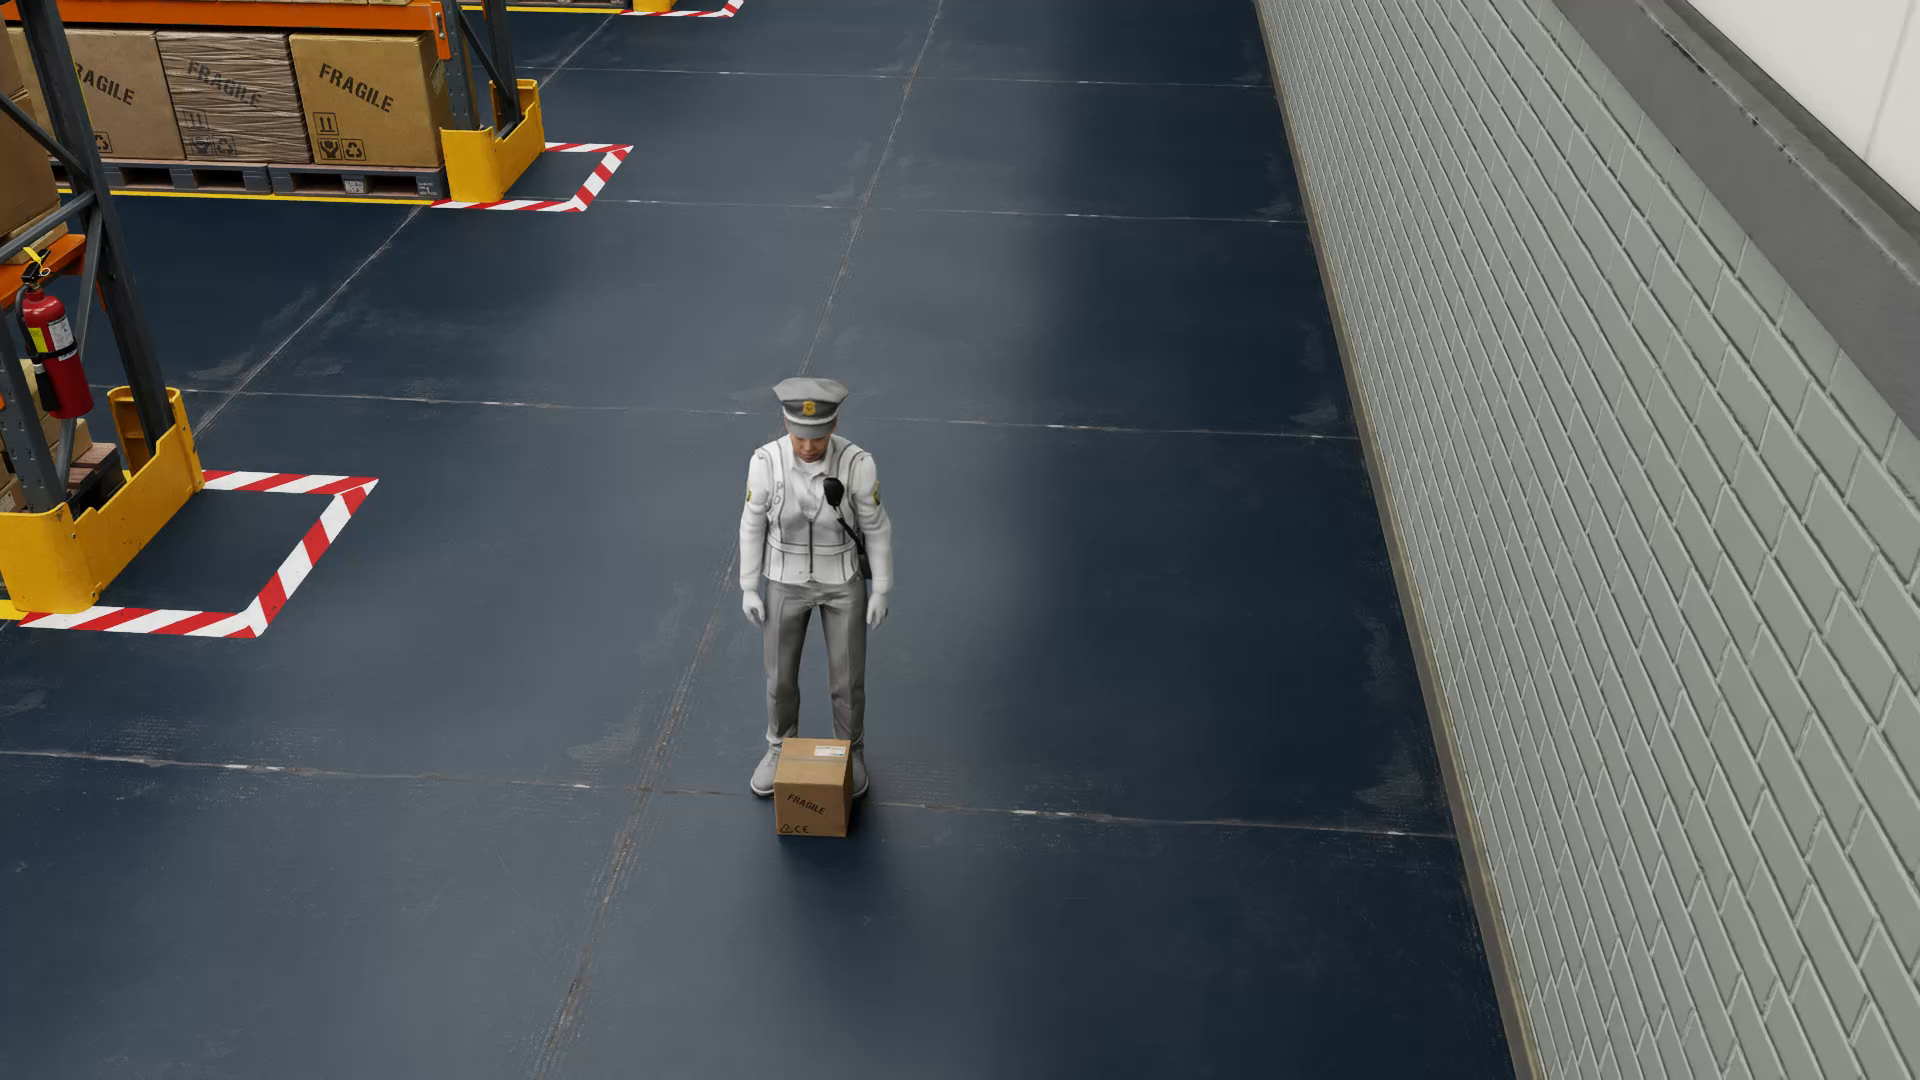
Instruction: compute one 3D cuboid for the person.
[{"bbox_3d":[-0.506,0.170,5.859,0.547,1.667,0.370,1,32,1],"label":"person"}]
